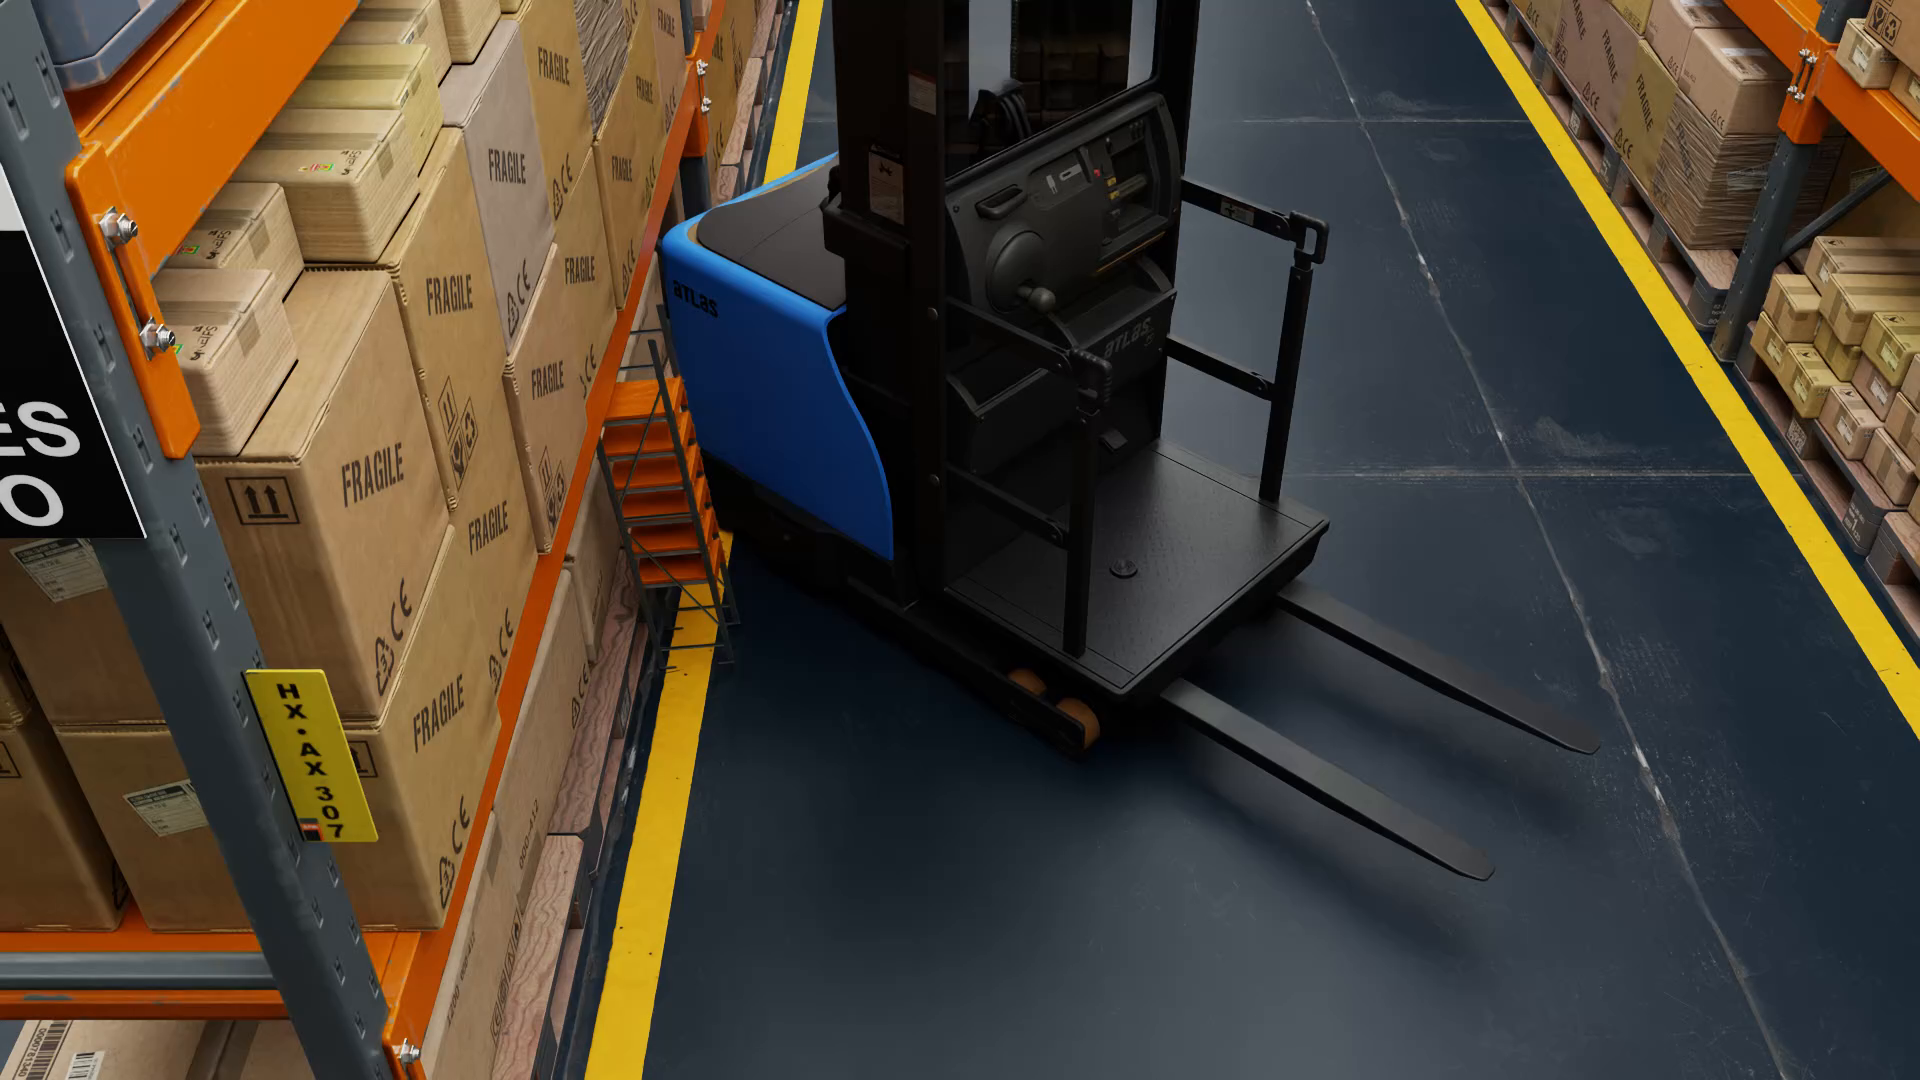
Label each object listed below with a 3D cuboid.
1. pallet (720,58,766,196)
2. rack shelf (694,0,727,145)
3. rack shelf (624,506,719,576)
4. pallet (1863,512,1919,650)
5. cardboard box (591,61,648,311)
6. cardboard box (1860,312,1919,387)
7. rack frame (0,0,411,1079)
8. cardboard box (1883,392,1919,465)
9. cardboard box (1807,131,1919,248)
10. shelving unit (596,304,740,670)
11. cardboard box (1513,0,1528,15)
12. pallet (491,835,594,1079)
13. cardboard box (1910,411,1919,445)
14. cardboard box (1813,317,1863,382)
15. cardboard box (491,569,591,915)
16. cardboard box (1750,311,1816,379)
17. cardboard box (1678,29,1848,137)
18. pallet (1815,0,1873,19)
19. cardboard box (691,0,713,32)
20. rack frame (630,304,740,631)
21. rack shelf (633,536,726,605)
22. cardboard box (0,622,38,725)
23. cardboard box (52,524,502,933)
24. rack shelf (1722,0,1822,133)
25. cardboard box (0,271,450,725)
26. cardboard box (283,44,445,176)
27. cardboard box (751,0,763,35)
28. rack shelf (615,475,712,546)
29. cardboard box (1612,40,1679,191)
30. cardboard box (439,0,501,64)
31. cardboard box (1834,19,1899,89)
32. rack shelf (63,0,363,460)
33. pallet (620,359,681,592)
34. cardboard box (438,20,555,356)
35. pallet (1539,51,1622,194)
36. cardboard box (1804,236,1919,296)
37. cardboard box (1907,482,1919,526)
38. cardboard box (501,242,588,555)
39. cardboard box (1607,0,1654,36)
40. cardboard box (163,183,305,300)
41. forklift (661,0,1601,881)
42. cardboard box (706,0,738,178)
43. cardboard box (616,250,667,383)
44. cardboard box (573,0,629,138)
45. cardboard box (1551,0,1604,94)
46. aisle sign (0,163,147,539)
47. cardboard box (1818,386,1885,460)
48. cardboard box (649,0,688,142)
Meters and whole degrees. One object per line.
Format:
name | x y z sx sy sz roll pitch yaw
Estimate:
pallet | -1.505 -2.001 8.078 1.003 0.211 1.213 0 39 0
rack shelf | -1.427 -2.812 7.435 1.077 0.370 4.000 0 39 0
rack shelf | -0.869 0.003 5.030 0.258 0.103 0.180 -5 39 3
pallet | 3.566 0.365 5.126 1.003 0.211 1.213 0 39 0
cardboard box | -1.147 -0.955 4.463 0.500 0.500 0.500 -1 39 -1
cardboard box | 3.309 -0.646 5.626 0.380 0.149 0.250 -1 39 -1
rack frame | -1.423 0.660 2.528 0.949 2.616 0.053 0 39 0
cardboard box | 3.330 -0.370 5.519 0.380 0.149 0.250 -2 39 -2
cardboard box | 3.790 -1.559 6.960 0.500 0.500 0.500 1 39 2
shelving unit | -0.884 -0.124 4.927 0.258 1.200 0.189 -5 39 3
cardboard box | 3.267 -3.156 8.952 0.500 0.500 0.500 -2 39 -2
pallet | -1.499 1.248 4.024 1.003 0.211 1.213 0 39 0
cardboard box | 3.251 -0.324 5.223 0.380 0.149 0.250 1 39 1
cardboard box | 3.296 -0.691 5.919 0.380 0.149 0.250 0 39 0
cardboard box | -1.530 0.511 4.427 0.875 0.438 0.875 1 39 1
cardboard box | 3.205 -0.732 6.209 0.380 0.149 0.250 -2 39 -2
cardboard box | 3.272 -1.855 6.730 0.500 0.250 0.500 -1 39 -1
pallet | 3.670 -2.312 6.389 1.003 0.211 1.213 0 39 0
cardboard box | -1.161 -2.058 6.040 0.500 0.250 0.500 -1 39 -1
rack frame | -0.886 -0.182 4.998 0.240 1.200 0.006 -5 39 3
rack shelf | -0.857 0.096 5.106 0.258 0.103 0.180 -5 39 3
cardboard box | -1.658 -0.071 2.560 0.500 0.500 0.500 1 39 1
cardboard box | -1.133 0.320 2.872 0.500 0.500 0.500 0 39 0
rack shelf | 3.523 -2.878 7.518 1.077 0.370 4.000 0 39 0
cardboard box | -1.136 -0.070 2.559 0.500 0.500 0.500 -1 39 -1
cardboard box | -1.119 -0.736 2.871 0.380 0.149 0.250 -1 39 -2
cardboard box | -1.511 -3.246 8.765 0.875 0.875 0.875 0 39 0
rack shelf | -0.880 -0.090 4.955 0.258 0.103 0.180 -5 39 3
cardboard box | 3.272 -1.880 7.361 0.500 0.500 0.500 -1 39 -1
cardboard box | -1.130 -1.056 3.271 0.380 0.149 0.250 0 39 0
cardboard box | 3.199 -1.633 5.590 0.380 0.149 0.250 1 39 2
rack shelf | -1.422 -1.481 3.376 1.077 0.370 4.000 0 39 0
pallet | -1.502 -0.278 5.928 1.003 0.211 1.213 0 39 0
cardboard box | -1.151 -0.715 3.364 0.500 0.500 0.500 0 39 0
pallet | 3.519 -2.072 8.167 1.003 0.211 1.213 0 39 0
cardboard box | 3.319 -0.976 6.038 0.380 0.149 0.250 1 39 2
cardboard box | 3.343 -0.083 5.399 0.380 0.149 0.250 -2 39 -2
cardboard box | -1.144 -0.314 3.663 0.500 0.500 0.500 0 39 0
cardboard box | 3.270 -2.507 7.543 0.500 0.250 0.500 -2 39 -2
cardboard box | -1.215 -0.409 2.463 0.380 0.149 0.250 1 39 1
forklift | 0.462 -0.880 4.505 3.031 2.935 1.130 30 47 32
cardboard box | -1.514 -2.129 7.371 0.875 0.875 0.875 1 39 1
cardboard box | -1.531 -0.613 5.829 0.875 0.438 0.875 -1 39 -1
cardboard box | -1.145 -1.340 4.144 0.500 0.500 0.500 0 39 1
cardboard box | 3.276 -2.520 8.159 0.500 0.500 0.500 -1 39 -1
aisle sign | -1.130 -0.310 1.659 0.394 0.787 0.004 0 39 0
cardboard box | 3.257 -0.410 5.807 0.380 0.149 0.250 0 39 0
cardboard box | -1.168 -1.591 5.257 0.500 0.500 0.500 0 39 0
